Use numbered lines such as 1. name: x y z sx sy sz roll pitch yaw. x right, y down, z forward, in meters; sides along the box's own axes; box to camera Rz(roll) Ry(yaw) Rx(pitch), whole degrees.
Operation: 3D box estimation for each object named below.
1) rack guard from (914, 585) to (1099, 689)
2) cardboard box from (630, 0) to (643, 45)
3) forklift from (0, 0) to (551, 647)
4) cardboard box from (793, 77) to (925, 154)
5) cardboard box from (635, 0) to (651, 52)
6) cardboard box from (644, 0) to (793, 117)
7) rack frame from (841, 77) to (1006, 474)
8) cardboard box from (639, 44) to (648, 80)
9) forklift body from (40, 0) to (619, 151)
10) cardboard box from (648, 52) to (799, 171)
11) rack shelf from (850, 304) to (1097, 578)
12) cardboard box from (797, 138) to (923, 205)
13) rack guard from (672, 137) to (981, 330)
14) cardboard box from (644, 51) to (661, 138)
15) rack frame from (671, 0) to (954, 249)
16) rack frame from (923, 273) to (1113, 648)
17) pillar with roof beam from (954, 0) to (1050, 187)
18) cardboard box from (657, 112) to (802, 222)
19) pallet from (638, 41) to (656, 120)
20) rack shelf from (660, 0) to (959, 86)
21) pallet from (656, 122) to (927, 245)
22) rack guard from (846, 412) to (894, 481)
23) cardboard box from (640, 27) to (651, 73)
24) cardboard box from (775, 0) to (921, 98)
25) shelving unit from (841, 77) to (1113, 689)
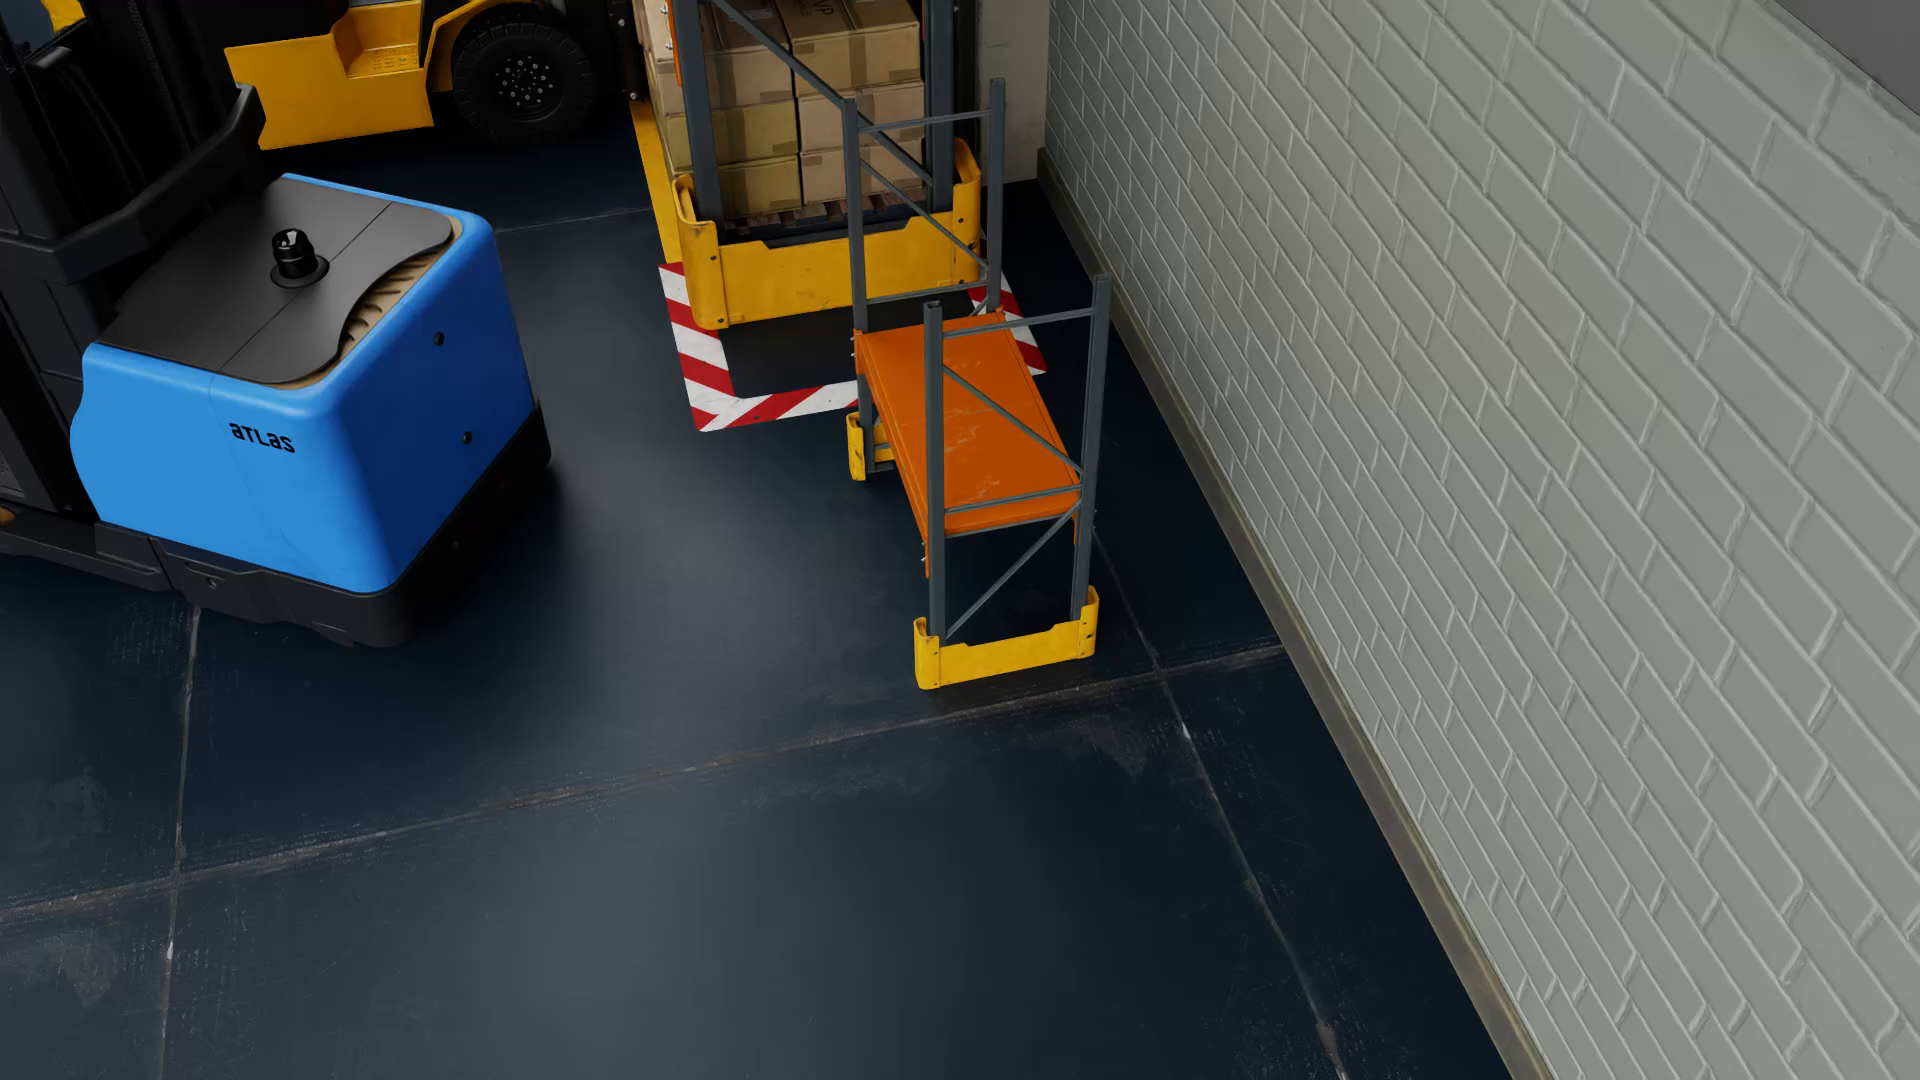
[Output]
1. rack guard: 0.147 0.309 5.272 0.587 0.250 0.087 -11 47 -10
2. cardboard box: -1.217 -2.450 7.332 0.500 0.250 0.500 -12 47 -11
3. forklift: -3.034 -1.323 4.995 3.031 2.935 1.130 14 47 13
4. cardboard box: -0.439 -1.833 6.727 0.500 0.250 0.500 -10 46 -10
5. cardboard box: -1.076 -2.257 6.793 0.500 0.250 0.500 -10 46 -10
6. cardboard box: -0.939 -1.906 6.449 0.500 0.250 0.500 -9 46 -9
7. rack frame: -0.108 -0.817 5.501 0.500 1.500 0.032 -11 47 -10
8. cardboard box: -1.183 -2.254 7.490 0.500 0.250 0.500 -10 46 -10
9. forklift body: -2.769 -2.789 6.977 2.313 2.155 1.214 -11 47 -10
10. cardboard box: -0.947 -1.749 6.645 0.500 0.250 0.500 -11 47 -11
11. rack shelf: 0.022 -0.340 5.285 0.538 0.185 1.000 -11 47 -10
12. cardboard box: -0.456 -1.670 6.917 0.500 0.250 0.500 -11 47 -10
13. rack guard: -0.514 -1.219 6.594 1.175 0.500 0.348 -11 47 -10
14. cardboard box: -1.064 -1.907 7.149 0.500 0.250 0.500 -11 47 -10
15. rack frame: -0.520 -2.110 5.718 1.000 3.000 0.127 -11 47 -10
16. rack frame: 0.152 -0.115 4.813 0.500 1.500 0.032 -11 47 -10
17. pillar with roof beam: -3.988 -4.069 3.437 9.100 9.000 0.400 -11 47 -10
18. cardboard box: -0.945 -1.562 6.811 0.500 0.250 0.500 -10 46 -10
19. pallet: -1.065 -2.495 8.048 1.003 0.211 1.213 -11 47 -10
20. rack shelf: -1.032 -3.239 7.328 1.077 0.370 4.000 -11 47 -10
21. pallet: -0.756 -1.655 7.224 1.003 0.211 1.213 -11 47 -10
22. rack guard: -0.108 -0.379 5.946 0.587 0.250 0.087 -11 47 -10
23. cardboard box: -1.065 -2.097 6.986 0.500 0.250 0.500 -11 47 -11
24. cardboard box: -0.460 -2.011 6.552 0.500 0.250 0.500 -11 47 -11
25. shelving unit: 0.020 -0.472 5.163 0.587 1.500 1.083 -11 47 -10
